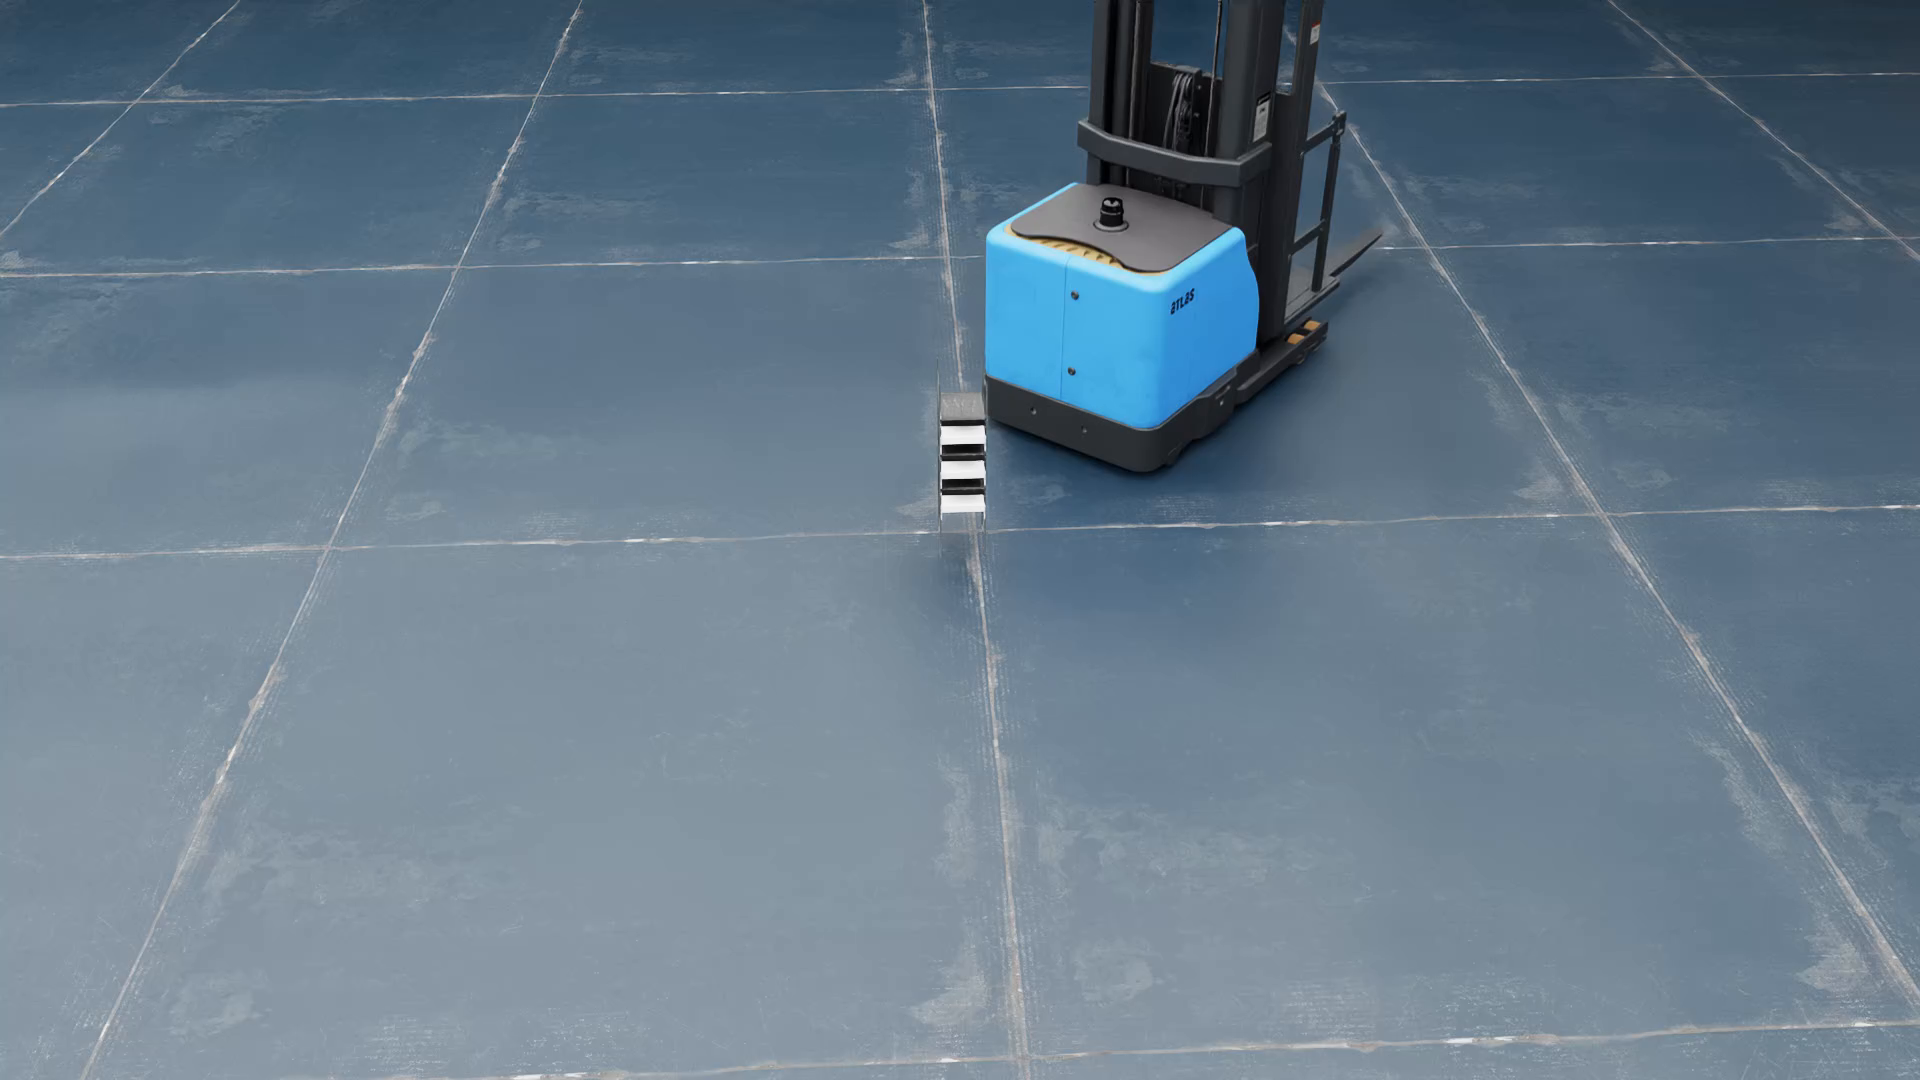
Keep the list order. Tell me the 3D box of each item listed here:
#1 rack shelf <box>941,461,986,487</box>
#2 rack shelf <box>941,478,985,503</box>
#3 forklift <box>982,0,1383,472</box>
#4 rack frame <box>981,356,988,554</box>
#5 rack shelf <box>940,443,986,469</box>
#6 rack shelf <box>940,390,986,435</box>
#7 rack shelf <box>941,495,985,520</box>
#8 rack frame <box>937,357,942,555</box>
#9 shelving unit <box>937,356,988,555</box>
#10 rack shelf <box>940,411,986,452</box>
[{"bbox_3d":[0.008,-0.343,7.513,0.200,0.077,0.258,-2,35,-2],"label":"rack shelf"},{"bbox_3d":[0.008,-0.269,7.564,0.200,0.077,0.258,-2,35,-2],"label":"rack shelf"},{"bbox_3d":[1.393,-2.321,8.528,1.130,2.935,3.031,23,41,29],"label":"forklift"},{"bbox_3d":[0.110,-0.373,7.498,0.006,0.900,0.240,-2,35,-2],"label":"rack frame"},{"bbox_3d":[0.008,-0.417,7.462,0.200,0.077,0.258,-2,35,-2],"label":"rack shelf"},{"bbox_3d":[0.008,-0.565,7.360,0.200,0.077,0.258,-2,35,-2],"label":"rack shelf"},{"bbox_3d":[0.008,-0.195,7.616,0.200,0.077,0.258,-2,35,-2],"label":"rack shelf"},{"bbox_3d":[-0.093,-0.367,7.490,0.006,0.900,0.240,-2,35,-2],"label":"rack frame"},{"bbox_3d":[0.008,-0.370,7.494,0.210,0.900,0.258,-2,35,-2],"label":"shelving unit"},{"bbox_3d":[0.008,-0.491,7.411,0.200,0.077,0.258,-2,35,-2],"label":"rack shelf"}]
